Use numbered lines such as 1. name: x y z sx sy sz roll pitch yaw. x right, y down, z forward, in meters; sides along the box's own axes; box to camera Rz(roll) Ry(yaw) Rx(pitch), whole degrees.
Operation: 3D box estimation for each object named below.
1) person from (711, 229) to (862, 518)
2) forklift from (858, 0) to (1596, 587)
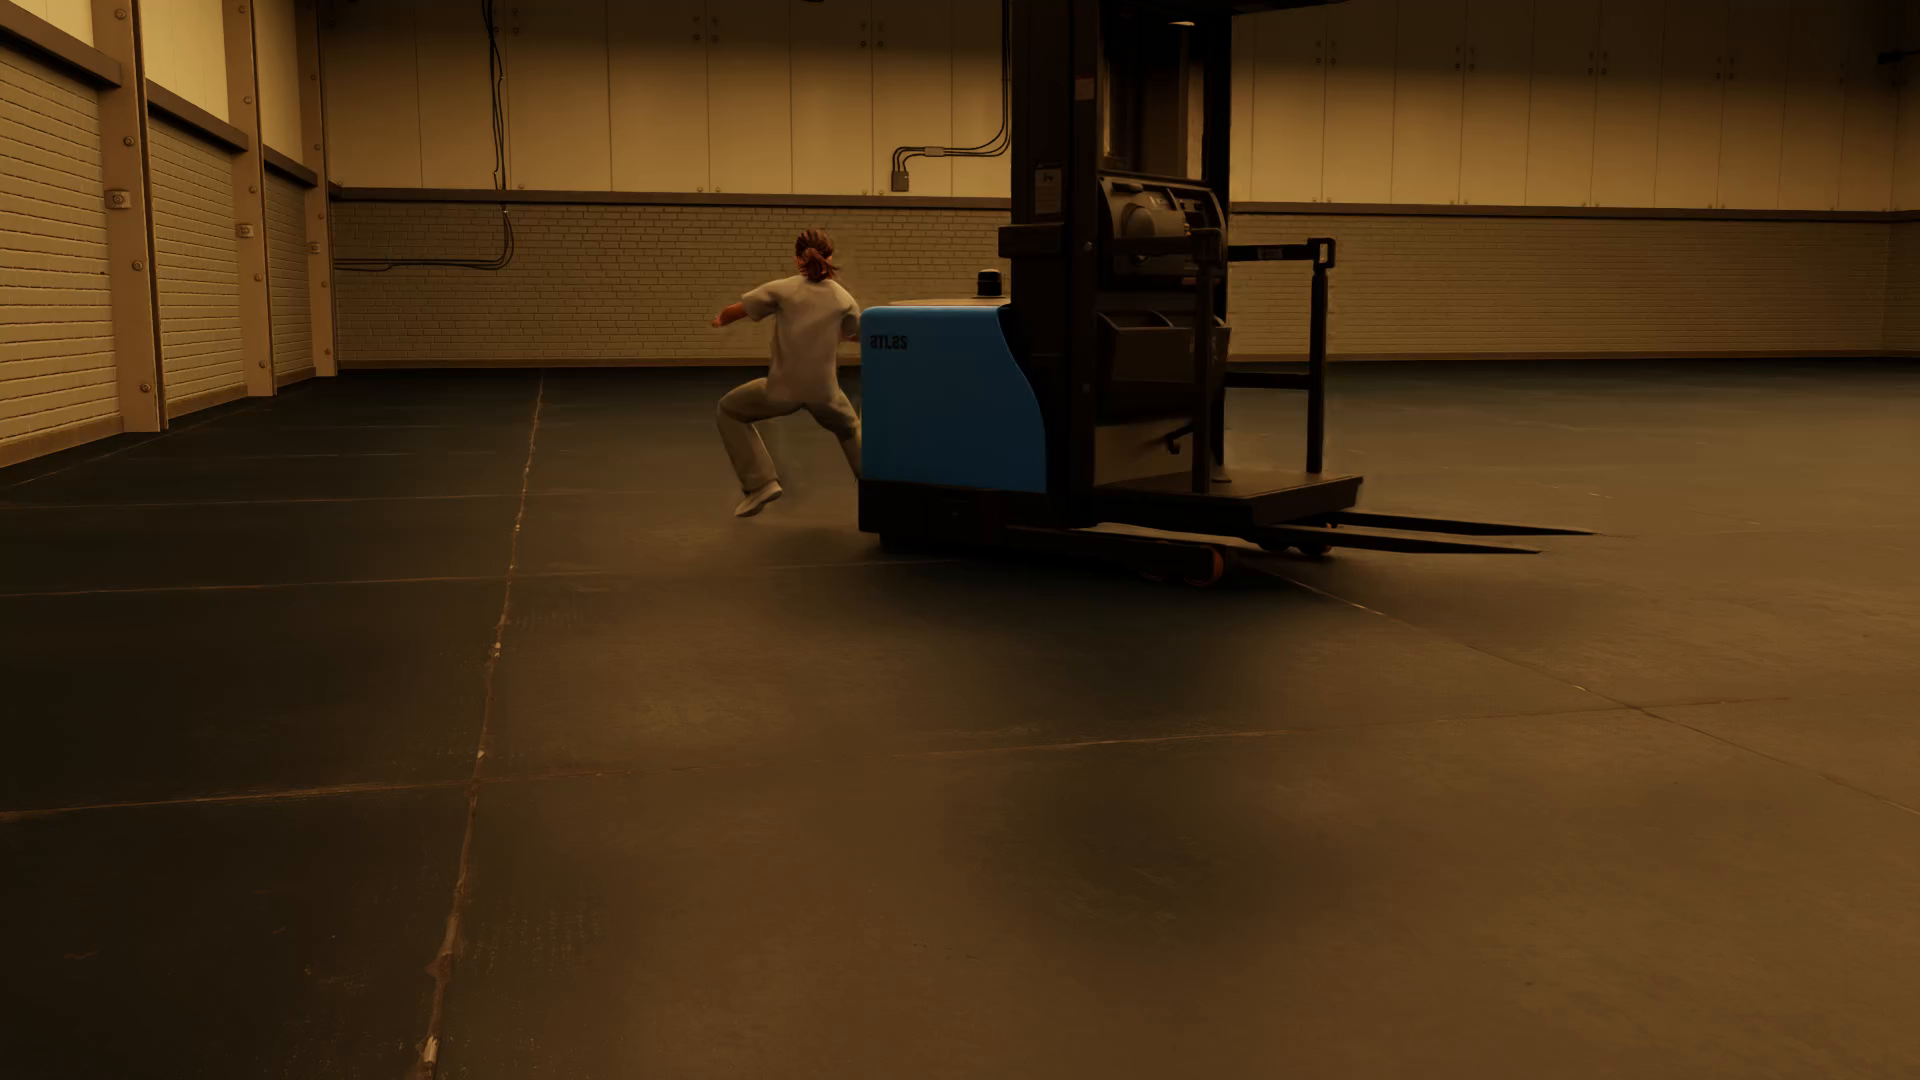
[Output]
1. person: -0.758 -0.789 8.189 0.884 1.454 0.690 -2 8 -12
2. forklift: 1.018 -1.354 6.805 3.031 2.935 1.130 6 10 37
